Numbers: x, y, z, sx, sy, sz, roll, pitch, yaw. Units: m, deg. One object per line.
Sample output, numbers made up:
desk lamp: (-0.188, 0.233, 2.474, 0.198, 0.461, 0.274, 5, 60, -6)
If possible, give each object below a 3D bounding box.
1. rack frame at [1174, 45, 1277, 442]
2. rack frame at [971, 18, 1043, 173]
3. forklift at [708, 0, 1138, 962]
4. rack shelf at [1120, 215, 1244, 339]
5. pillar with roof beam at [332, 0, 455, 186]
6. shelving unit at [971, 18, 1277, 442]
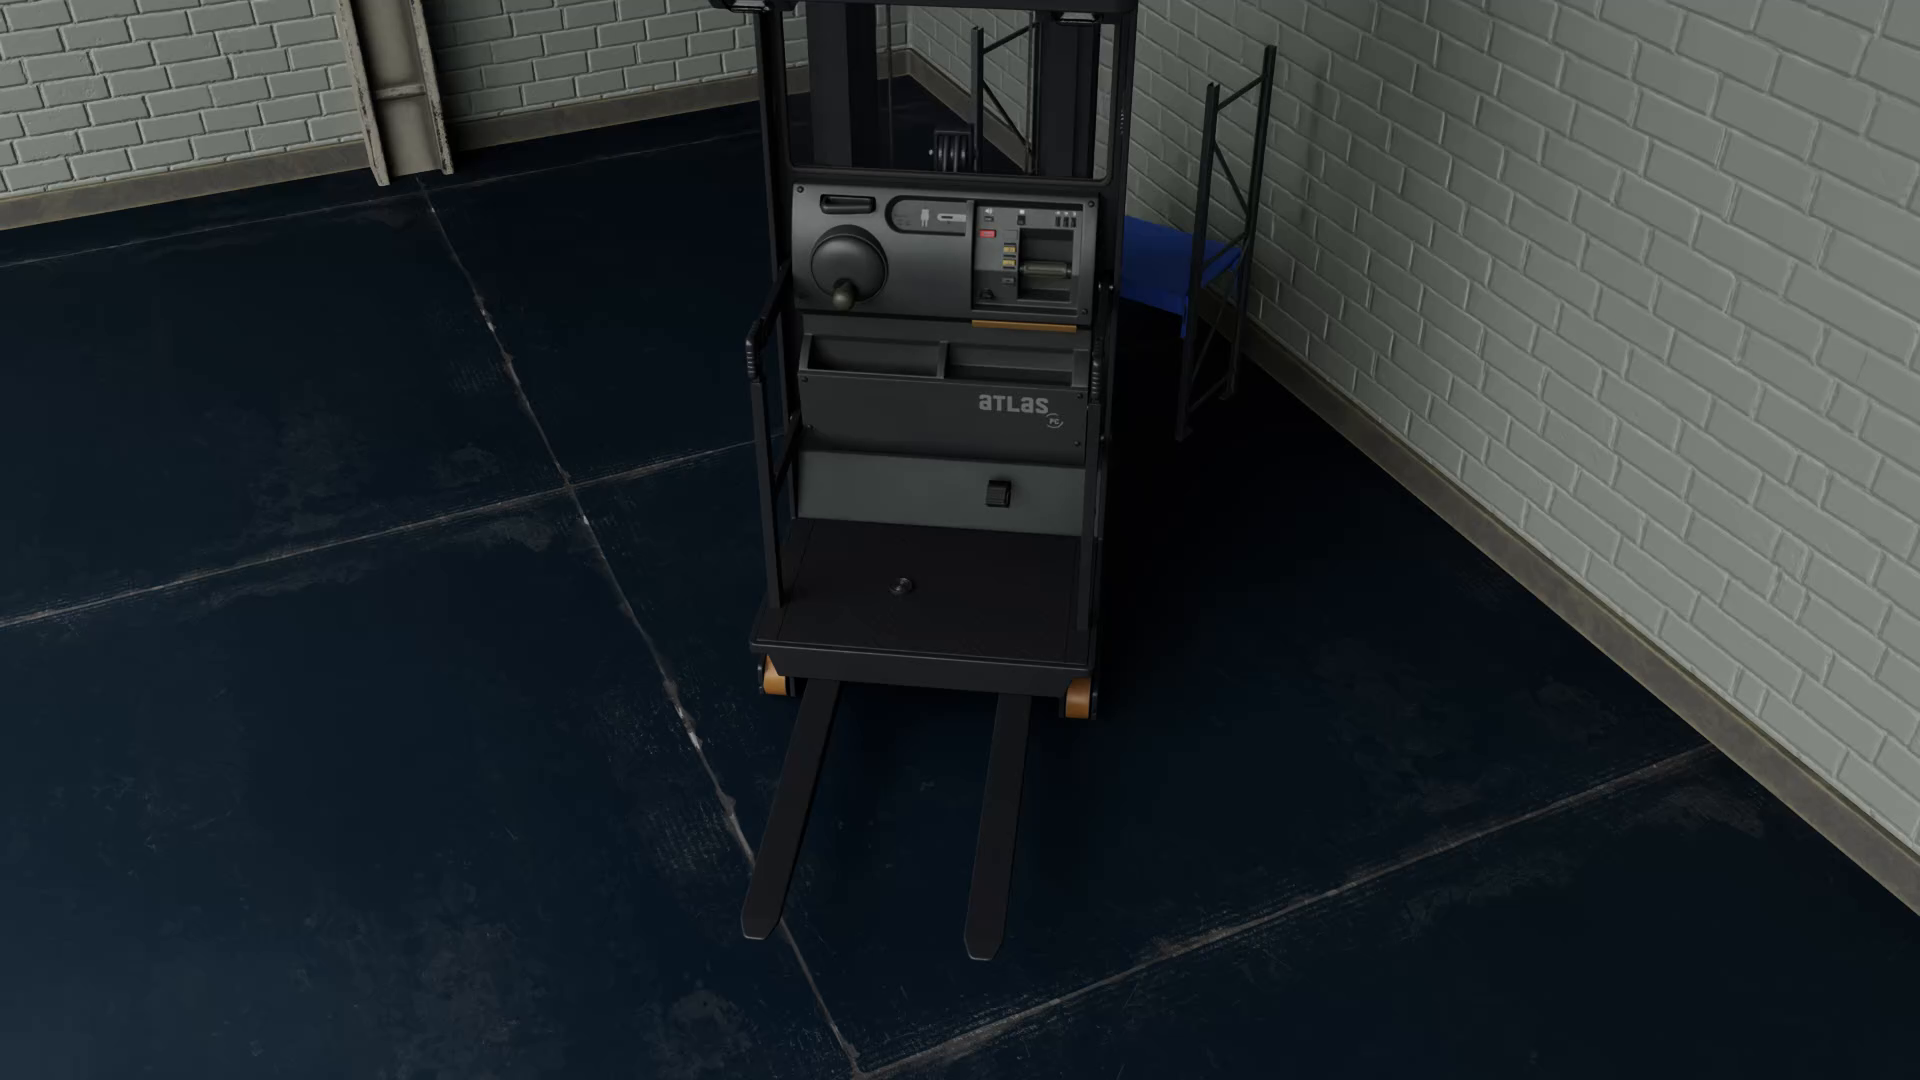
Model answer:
rack frame: (1.032, -1.129, 6.513, 0.032, 1.500, 0.500, 22, 42, 27)
rack frame: (0.197, -1.474, 6.979, 0.032, 1.500, 0.500, 22, 42, 27)
forklift: (-0.072, -0.809, 4.880, 1.130, 2.935, 3.031, 4, 37, 5)
rack shelf: (0.615, -1.157, 6.853, 1.000, 0.185, 0.538, 22, 42, 27)
pillar with roof beam: (-1.117, -3.290, 3.132, 0.400, 9.000, 9.100, -16, 39, -20)
shelving unit: (0.615, -1.302, 6.746, 1.048, 1.500, 0.538, 22, 42, 27)
